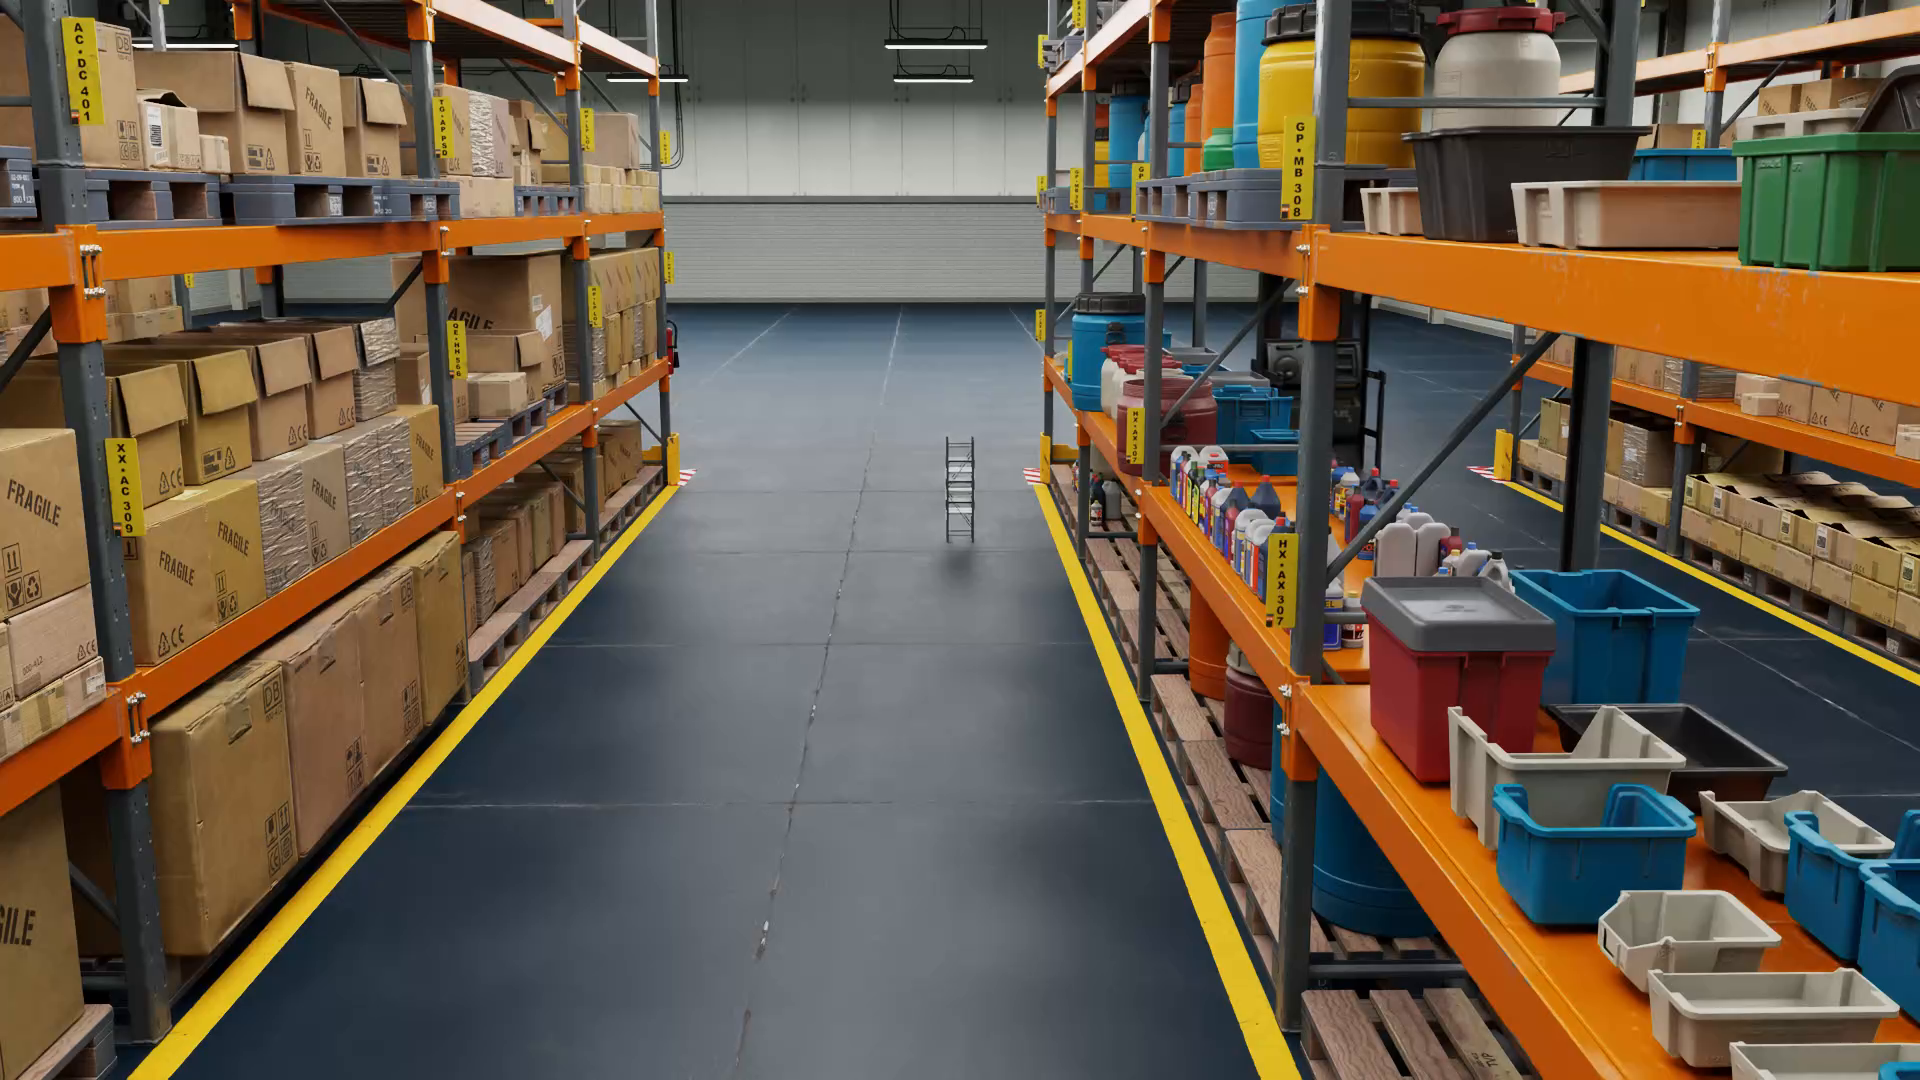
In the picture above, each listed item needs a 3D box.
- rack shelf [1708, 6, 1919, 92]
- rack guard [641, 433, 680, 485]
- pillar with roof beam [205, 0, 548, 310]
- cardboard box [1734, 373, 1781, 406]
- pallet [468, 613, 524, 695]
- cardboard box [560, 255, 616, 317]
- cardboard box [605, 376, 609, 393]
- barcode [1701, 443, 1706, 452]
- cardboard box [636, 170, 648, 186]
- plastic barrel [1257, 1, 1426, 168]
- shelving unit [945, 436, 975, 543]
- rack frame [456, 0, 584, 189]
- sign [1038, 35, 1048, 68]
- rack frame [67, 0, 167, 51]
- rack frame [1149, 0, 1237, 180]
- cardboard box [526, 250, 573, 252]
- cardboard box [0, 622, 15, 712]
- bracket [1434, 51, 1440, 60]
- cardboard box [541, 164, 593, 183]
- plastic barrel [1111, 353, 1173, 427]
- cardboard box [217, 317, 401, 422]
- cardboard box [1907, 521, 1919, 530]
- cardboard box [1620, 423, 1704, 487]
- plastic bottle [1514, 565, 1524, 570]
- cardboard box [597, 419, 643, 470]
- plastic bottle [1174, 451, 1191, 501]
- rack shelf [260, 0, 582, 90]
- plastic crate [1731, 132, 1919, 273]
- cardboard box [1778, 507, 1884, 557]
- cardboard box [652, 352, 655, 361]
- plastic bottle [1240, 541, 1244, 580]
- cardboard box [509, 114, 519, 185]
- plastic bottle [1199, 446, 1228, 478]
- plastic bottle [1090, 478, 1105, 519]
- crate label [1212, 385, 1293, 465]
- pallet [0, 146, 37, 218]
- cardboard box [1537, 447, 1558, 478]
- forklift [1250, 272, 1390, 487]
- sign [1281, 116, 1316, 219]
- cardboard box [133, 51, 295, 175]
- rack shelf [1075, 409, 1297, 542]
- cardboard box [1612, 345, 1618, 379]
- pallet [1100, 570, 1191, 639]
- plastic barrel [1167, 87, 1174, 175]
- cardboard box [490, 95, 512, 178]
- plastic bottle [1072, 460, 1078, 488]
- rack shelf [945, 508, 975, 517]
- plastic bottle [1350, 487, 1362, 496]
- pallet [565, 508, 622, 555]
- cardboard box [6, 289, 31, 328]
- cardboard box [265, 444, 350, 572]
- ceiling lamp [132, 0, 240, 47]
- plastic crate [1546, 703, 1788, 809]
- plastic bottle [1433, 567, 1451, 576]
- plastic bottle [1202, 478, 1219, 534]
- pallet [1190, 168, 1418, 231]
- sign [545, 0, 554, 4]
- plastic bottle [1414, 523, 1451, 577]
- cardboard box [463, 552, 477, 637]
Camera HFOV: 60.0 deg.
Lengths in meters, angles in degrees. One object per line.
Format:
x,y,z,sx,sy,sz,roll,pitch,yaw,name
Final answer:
6.470,-3.331,11.163,1.077,0.370,4.000,0,11,-1,rack shelf
-3.557,-0.852,17.504,1.175,0.500,0.348,0,11,-1,rack guard
-15.632,-10.810,45.210,9.100,9.000,0.548,0,11,-1,pillar with roof beam
6.482,-1.166,13.141,0.500,0.250,0.500,0,11,2,cardboard box
-3.408,0.709,10.534,1.003,0.211,1.213,0,11,-1,pallet
-3.243,-2.172,14.207,0.500,0.500,0.500,0,11,-1,cardboard box
-3.205,-1.318,14.142,0.380,0.149,0.250,0,11,-1,cardboard box
6.017,-0.746,13.458,0.001,0.075,0.075,0,11,-1,barcode
-3.209,-3.475,15.972,0.380,0.149,0.250,0,11,-1,cardboard box
1.419,-1.676,6.204,0.600,0.588,0.600,0,11,0,plastic barrel
0.000,-0.439,14.462,0.258,0.900,0.210,0,11,-1,shelving unit
-3.476,-4.238,12.814,1.000,3.000,0.127,0,11,-1,rack frame
0.843,-4.949,16.847,0.100,0.325,0.005,0,11,-1,sign
-8.520,-5.032,16.732,1.000,3.000,0.127,0,11,-1,rack frame
1.559,-3.463,8.995,1.000,3.000,0.127,0,11,-1,rack frame
-3.805,-2.468,15.666,0.500,0.500,0.500,0,11,-1,cardboard box
-3.026,0.410,4.623,0.500,0.250,0.500,0,11,1,cardboard box
11.335,-11.409,39.110,0.235,0.232,0.430,0,11,-1,bracket
-3.175,-2.955,13.412,0.380,0.149,0.250,-1,11,-3,cardboard box
1.292,-1.048,11.836,0.433,0.535,0.433,0,11,0,plastic barrel
-3.394,-0.898,8.665,0.797,0.503,0.637,0,11,1,cardboard box
6.766,0.013,11.397,0.500,0.311,0.500,-1,11,-3,cardboard box
6.201,-0.754,14.705,0.500,0.500,0.500,0,11,-1,cardboard box
2.057,0.228,6.182,0.061,0.283,0.133,0,11,-1,plastic bottle
-3.563,-0.949,16.924,0.500,0.500,0.500,2,12,9,cardboard box
1.219,-0.349,9.059,0.097,0.271,0.097,0,11,0,plastic bottle
-3.435,-3.291,10.966,1.077,0.370,4.000,0,11,-1,rack shelf
1.418,-0.494,2.436,0.450,0.188,0.336,0,11,-1,plastic crate
6.221,-0.082,11.867,0.500,0.311,0.500,0,11,0,cardboard box
-3.346,-1.914,17.080,0.380,0.149,0.250,0,11,-1,cardboard box
1.259,0.070,7.168,0.097,0.201,0.097,0,11,0,plastic bottle
-3.545,-2.743,11.674,0.797,0.503,0.637,0,11,1,cardboard box
1.396,-0.375,9.176,0.152,0.276,0.135,0,11,-1,plastic bottle
1.174,-0.362,14.356,0.144,0.351,0.185,-1,11,-3,plastic bottle
1.808,-0.739,10.567,0.502,0.435,0.616,0,11,-1,crate label
-3.304,-0.971,4.481,1.003,0.211,1.213,0,11,-1,pallet
6.148,-0.784,16.738,0.500,0.250,0.500,0,11,-1,cardboard box
3.411,-1.721,15.669,1.130,2.935,3.031,-2,12,-8,forklift
1.091,-1.200,5.364,0.100,0.325,0.005,0,11,-1,sign
-3.330,-1.823,7.140,0.797,0.503,0.637,0,11,-2,cardboard box
1.517,-0.568,11.623,1.077,0.370,4.000,0,11,-1,rack shelf
6.377,-1.781,15.542,0.700,0.500,0.500,0,11,1,cardboard box
1.559,0.448,11.821,1.003,0.211,1.213,0,11,-1,pallet
1.717,-2.803,12.028,0.600,0.901,0.600,0,11,0,plastic barrel
-3.170,-2.562,10.589,0.500,0.500,0.500,-1,11,-3,cardboard box
1.119,-0.630,15.875,0.097,0.271,0.097,0,11,0,plastic bottle
0.000,-0.230,14.504,0.258,0.077,0.200,0,11,-1,rack shelf
1.994,-0.162,8.312,0.097,0.201,0.097,0,11,0,plastic bottle
-3.525,-0.064,14.345,1.003,0.211,1.213,0,11,-1,pallet
-8.538,-2.082,14.185,0.875,0.550,0.550,0,11,-1,cardboard box
-3.107,-0.151,7.507,0.500,0.500,0.500,0,11,0,cardboard box
-14.919,-11.093,31.926,2.000,3.185,0.800,0,11,-1,ceiling lamp
1.933,0.599,4.602,0.437,0.125,0.590,0,11,-1,plastic crate
1.881,0.208,6.491,0.097,0.201,0.097,0,11,0,plastic bottle
1.238,-0.165,8.154,0.097,0.271,0.097,0,11,0,plastic bottle
1.527,-1.261,6.159,1.213,0.211,1.003,0,11,-1,pallet
-4.101,-5.527,16.622,0.100,0.325,0.005,0,11,-1,sign
1.993,0.056,7.053,0.152,0.276,0.135,0,11,-1,plastic bottle
-3.427,0.374,10.352,0.700,0.500,0.500,-1,11,-4,cardboard box
